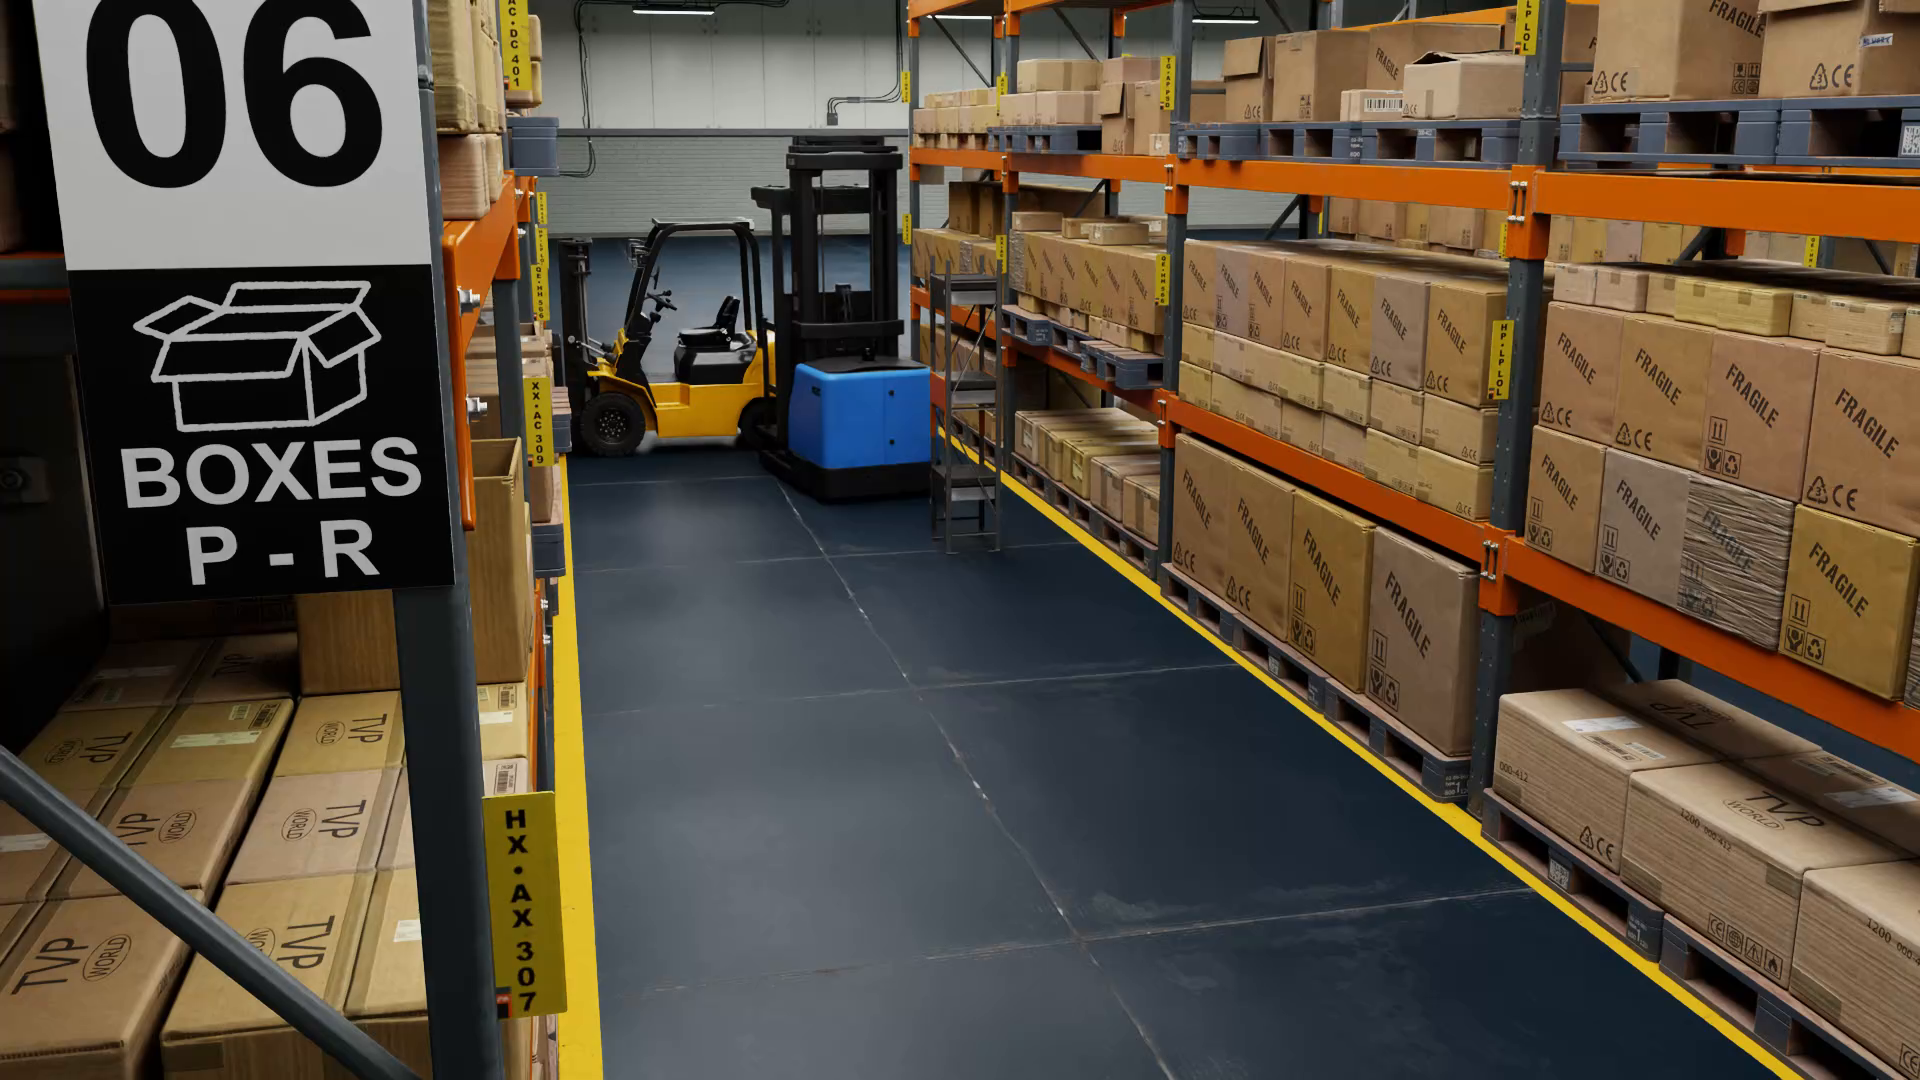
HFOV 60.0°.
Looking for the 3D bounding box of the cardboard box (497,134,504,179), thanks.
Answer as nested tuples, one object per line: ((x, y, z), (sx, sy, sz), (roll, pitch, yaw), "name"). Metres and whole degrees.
((-1.686, -1.244, 5.407), (0.380, 0.149, 0.250), (-3, 14, -14), "cardboard box")

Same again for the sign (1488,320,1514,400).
((2.241, -0.744, 6.880), (0.100, 0.325, 0.005), (-3, 14, -13), "sign")

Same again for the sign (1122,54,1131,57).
((1.426, -4.030, 14.361), (0.100, 0.325, 0.005), (-3, 14, -13), "sign")

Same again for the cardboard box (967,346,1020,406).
((0.366, -1.570, 15.860), (0.500, 0.500, 0.500), (-3, 14, -12), "cardboard box")

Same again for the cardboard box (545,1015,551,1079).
((-1.577, 1.373, 4.871), (0.700, 0.500, 0.500), (-4, 14, -15), "cardboard box")

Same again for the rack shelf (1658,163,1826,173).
((6.145, -3.044, 13.761), (1.077, 0.370, 4.000), (-3, 14, -13), "rack shelf")

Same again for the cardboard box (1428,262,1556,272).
((2.681, -1.136, 8.440), (0.500, 0.500, 0.500), (-4, 14, -15), "cardboard box")

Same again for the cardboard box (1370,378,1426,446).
((2.302, -0.626, 7.931), (0.500, 0.250, 0.500), (-3, 14, -12), "cardboard box")

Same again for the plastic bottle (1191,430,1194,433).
((2.407, -1.073, 16.691), (0.133, 0.061, 0.283), (-1, 14, -3), "plastic bottle")

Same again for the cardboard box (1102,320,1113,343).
((1.234, -1.492, 11.858), (0.380, 0.149, 0.250), (-4, 14, -16), "cardboard box")

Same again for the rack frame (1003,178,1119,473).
((0.887, -2.098, 14.696), (1.000, 3.000, 0.127), (-3, 14, -13), "rack frame")

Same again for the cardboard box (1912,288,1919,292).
((3.387, -0.750, 5.494), (0.380, 0.149, 0.250), (-4, 14, -14), "cardboard box")

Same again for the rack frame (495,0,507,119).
((-2.058, -2.890, 5.294), (1.000, 3.000, 0.127), (-3, 14, -13), "rack frame")

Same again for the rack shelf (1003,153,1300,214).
((1.357, -2.745, 12.536), (1.077, 0.370, 4.000), (-3, 14, -13), "rack shelf")

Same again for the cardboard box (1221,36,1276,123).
((2.062, -2.808, 10.179), (0.797, 0.503, 0.637), (-4, 14, -17), "cardboard box")

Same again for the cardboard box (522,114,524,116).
((-3.146, -2.948, 10.546), (0.700, 0.500, 0.500), (-4, 14, -14), "cardboard box")

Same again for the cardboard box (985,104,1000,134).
((0.522, -3.714, 14.679), (0.500, 0.250, 0.500), (-3, 14, -14), "cardboard box")

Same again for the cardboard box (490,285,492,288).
((-3.099, -1.649, 11.278), (0.380, 0.149, 0.250), (-3, 14, -12), "cardboard box")

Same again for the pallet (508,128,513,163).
((-2.389, -1.735, 7.282), (1.213, 0.211, 1.003), (-3, 14, -13), "pallet")

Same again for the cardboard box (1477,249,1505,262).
((5.577, -2.555, 16.248), (0.875, 0.550, 0.550), (-3, 14, -13), "cardboard box")

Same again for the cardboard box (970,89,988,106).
((0.303, -4.055, 15.233), (0.380, 0.149, 0.250), (-3, 14, -12), "cardboard box")

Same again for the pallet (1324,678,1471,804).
((2.512, 0.928, 8.184), (1.003, 0.211, 1.213), (-3, 14, -13), "pallet")

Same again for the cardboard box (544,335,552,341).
((-4.339, -1.891, 16.650), (0.500, 0.250, 0.500), (-3, 14, -12), "cardboard box")

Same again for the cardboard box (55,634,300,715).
((-1.839, 0.430, 4.034), (0.500, 0.250, 0.500), (-3, 14, -13), "cardboard box")

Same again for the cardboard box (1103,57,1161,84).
((1.408, -3.569, 12.771), (0.500, 0.250, 0.500), (-3, 14, -12), "cardboard box")

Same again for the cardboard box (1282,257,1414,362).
((2.053, -1.232, 8.831), (0.500, 0.500, 0.500), (-3, 14, -12), "cardboard box")

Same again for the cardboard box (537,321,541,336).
((-3.086, -1.421, 11.187), (0.500, 0.250, 0.500), (-4, 14, -15), "cardboard box")

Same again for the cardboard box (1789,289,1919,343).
((2.937, -0.723, 5.382), (0.380, 0.149, 0.250), (-3, 14, -13), "cardboard box")

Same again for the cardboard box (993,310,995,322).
((0.516, -2.033, 14.959), (0.380, 0.149, 0.250), (-3, 14, -14), "cardboard box")

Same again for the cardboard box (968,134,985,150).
((0.289, -3.727, 15.573), (0.380, 0.149, 0.250), (-3, 14, -12), "cardboard box")

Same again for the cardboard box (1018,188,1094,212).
((0.896, -3.010, 15.482), (0.700, 0.500, 0.500), (-3, 14, -13), "cardboard box")

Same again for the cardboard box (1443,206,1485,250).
((5.380, -3.202, 16.623), (0.875, 0.550, 0.550), (-3, 14, -13), "cardboard box")

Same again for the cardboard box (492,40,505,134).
((-1.569, -1.287, 4.745), (0.500, 0.250, 0.500), (-4, 14, -15), "cardboard box")

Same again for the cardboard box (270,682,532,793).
((-1.204, 0.523, 3.655), (0.500, 0.250, 0.500), (-4, 14, -14), "cardboard box")

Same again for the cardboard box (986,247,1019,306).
((0.541, -2.380, 15.011), (0.500, 0.500, 0.500), (-4, 14, -15), "cardboard box")

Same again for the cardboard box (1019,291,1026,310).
((0.710, -2.035, 14.082), (0.380, 0.149, 0.250), (-3, 14, -12), "cardboard box")

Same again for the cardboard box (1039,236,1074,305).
((0.940, -2.141, 13.148), (0.500, 0.500, 0.500), (-3, 14, -14), "cardboard box")

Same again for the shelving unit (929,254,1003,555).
((0.039, -0.982, 12.022), (0.431, 2.100, 0.503), (-3, 14, -13), "shelving unit")

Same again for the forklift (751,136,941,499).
((-1.180, -2.067, 14.714), (1.130, 2.935, 3.031), (-6, 15, -22), "forklift")

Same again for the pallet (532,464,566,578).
((-2.139, -0.072, 6.808), (1.003, 0.211, 1.213), (-3, 14, -13), "pallet")

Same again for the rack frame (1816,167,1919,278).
((6.615, -1.475, 12.143), (1.000, 3.000, 0.127), (-3, 14, -13), "rack frame")

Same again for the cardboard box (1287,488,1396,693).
((2.323, 0.229, 8.762), (0.875, 0.875, 0.875), (-3, 14, -12), "cardboard box")

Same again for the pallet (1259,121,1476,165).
((2.295, -2.138, 8.934), (1.003, 0.211, 1.213), (-3, 14, -11), "pallet")

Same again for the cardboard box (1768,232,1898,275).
((6.519, -2.113, 12.439), (0.700, 0.500, 0.500), (-3, 14, -13), "cardboard box")

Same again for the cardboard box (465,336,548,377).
((-2.260, -0.652, 7.682), (0.700, 0.500, 0.500), (-3, 14, -13), "cardboard box")

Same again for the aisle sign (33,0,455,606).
((-0.817, -0.316, 1.923), (0.394, 0.787, 0.004), (-3, 14, -13), "aisle sign")

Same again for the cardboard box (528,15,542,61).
((-1.702, -1.801, 5.964), (0.380, 0.149, 0.250), (-3, 14, -12), "cardboard box")

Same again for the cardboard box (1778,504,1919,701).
((2.968, 0.172, 5.193), (0.500, 0.500, 0.500), (-3, 14, -12), "cardboard box")

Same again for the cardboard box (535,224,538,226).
((-4.256, -2.951, 15.983), (0.380, 0.149, 0.250), (-3, 14, -12), "cardboard box")

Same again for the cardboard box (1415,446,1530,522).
((2.416, -0.269, 7.525), (0.500, 0.250, 0.500), (-4, 14, -15), "cardboard box")

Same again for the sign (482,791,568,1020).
((-0.591, 0.497, 2.250), (0.100, 0.325, 0.005), (-3, 14, -13), "sign")
